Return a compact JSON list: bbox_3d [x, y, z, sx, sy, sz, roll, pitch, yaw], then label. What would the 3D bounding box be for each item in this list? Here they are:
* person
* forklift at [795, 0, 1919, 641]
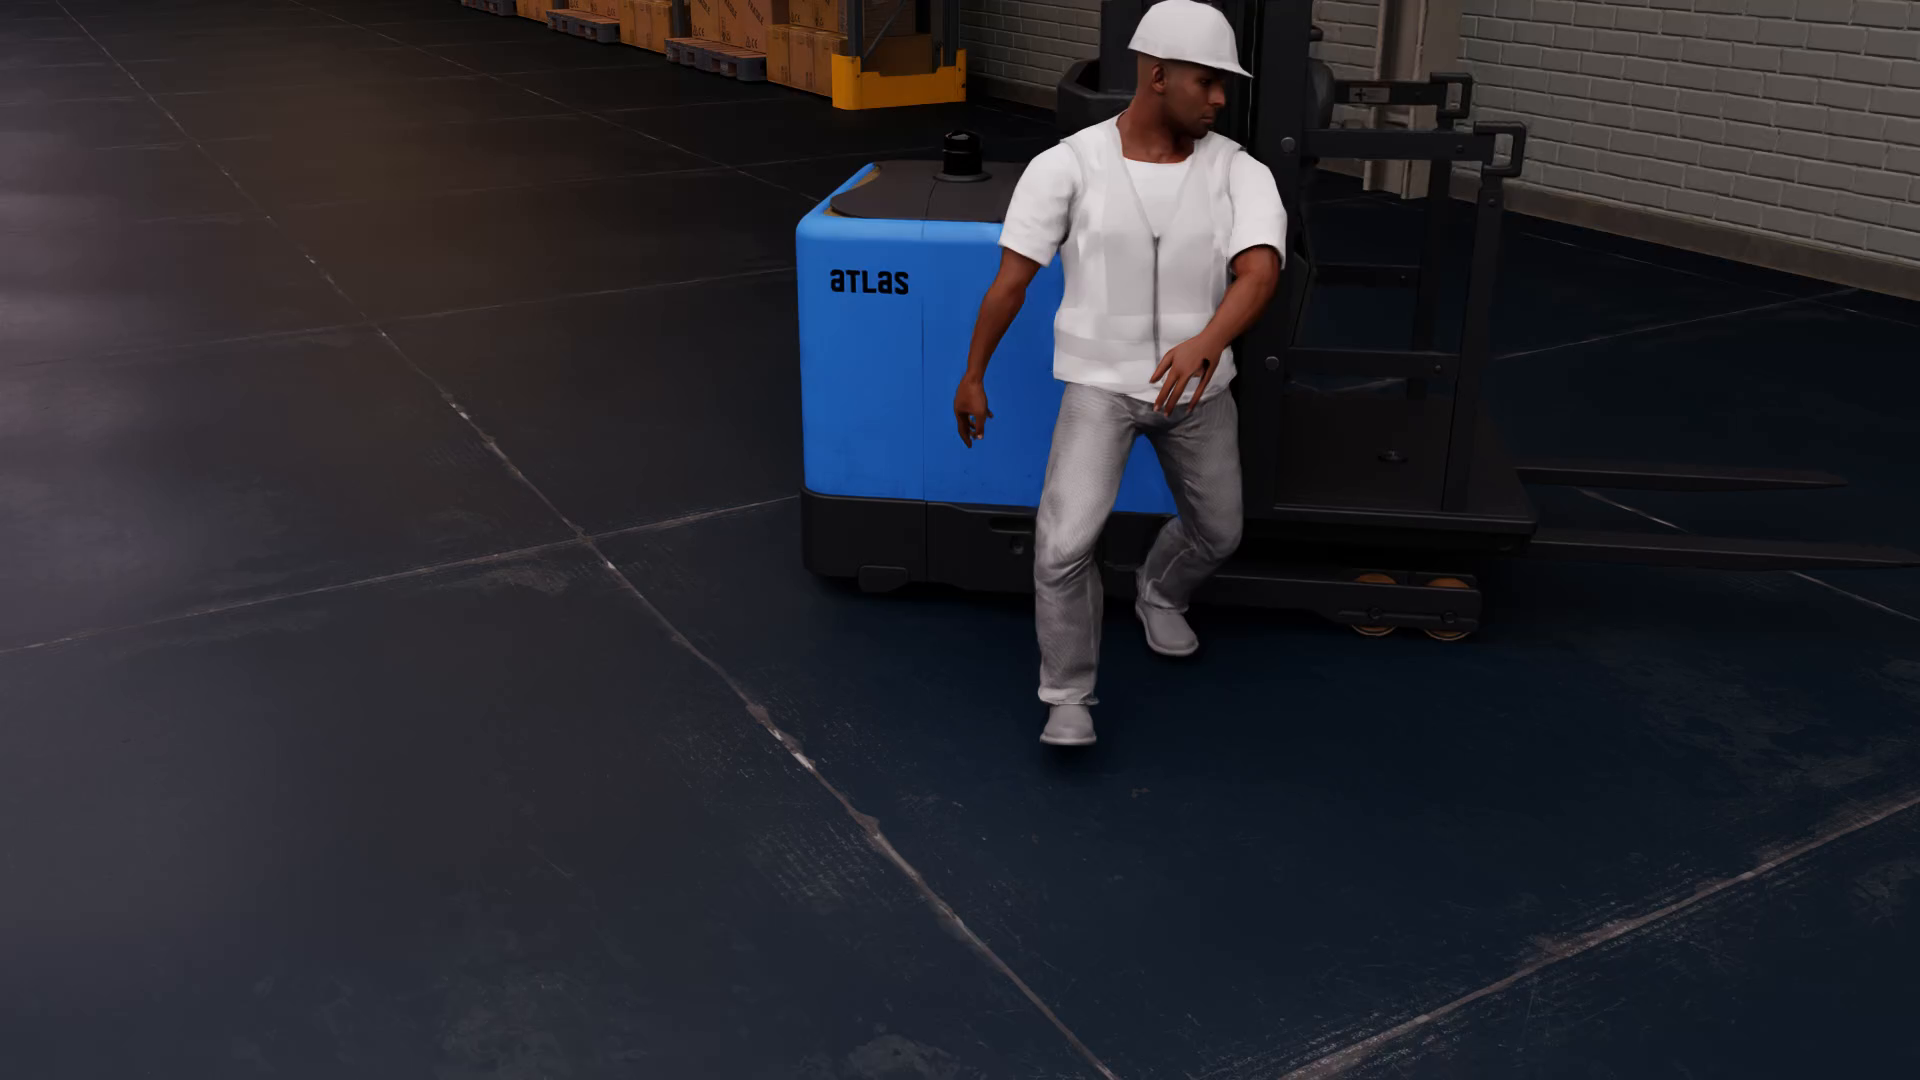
[{"bbox_3d":[0.364,-0.372,3.864,0.743,1.682,0.815,-4,23,-9],"label":"person"},{"bbox_3d":[1.110,-1.301,4.444,3.031,2.935,1.130,3,23,8],"label":"forklift"}]
